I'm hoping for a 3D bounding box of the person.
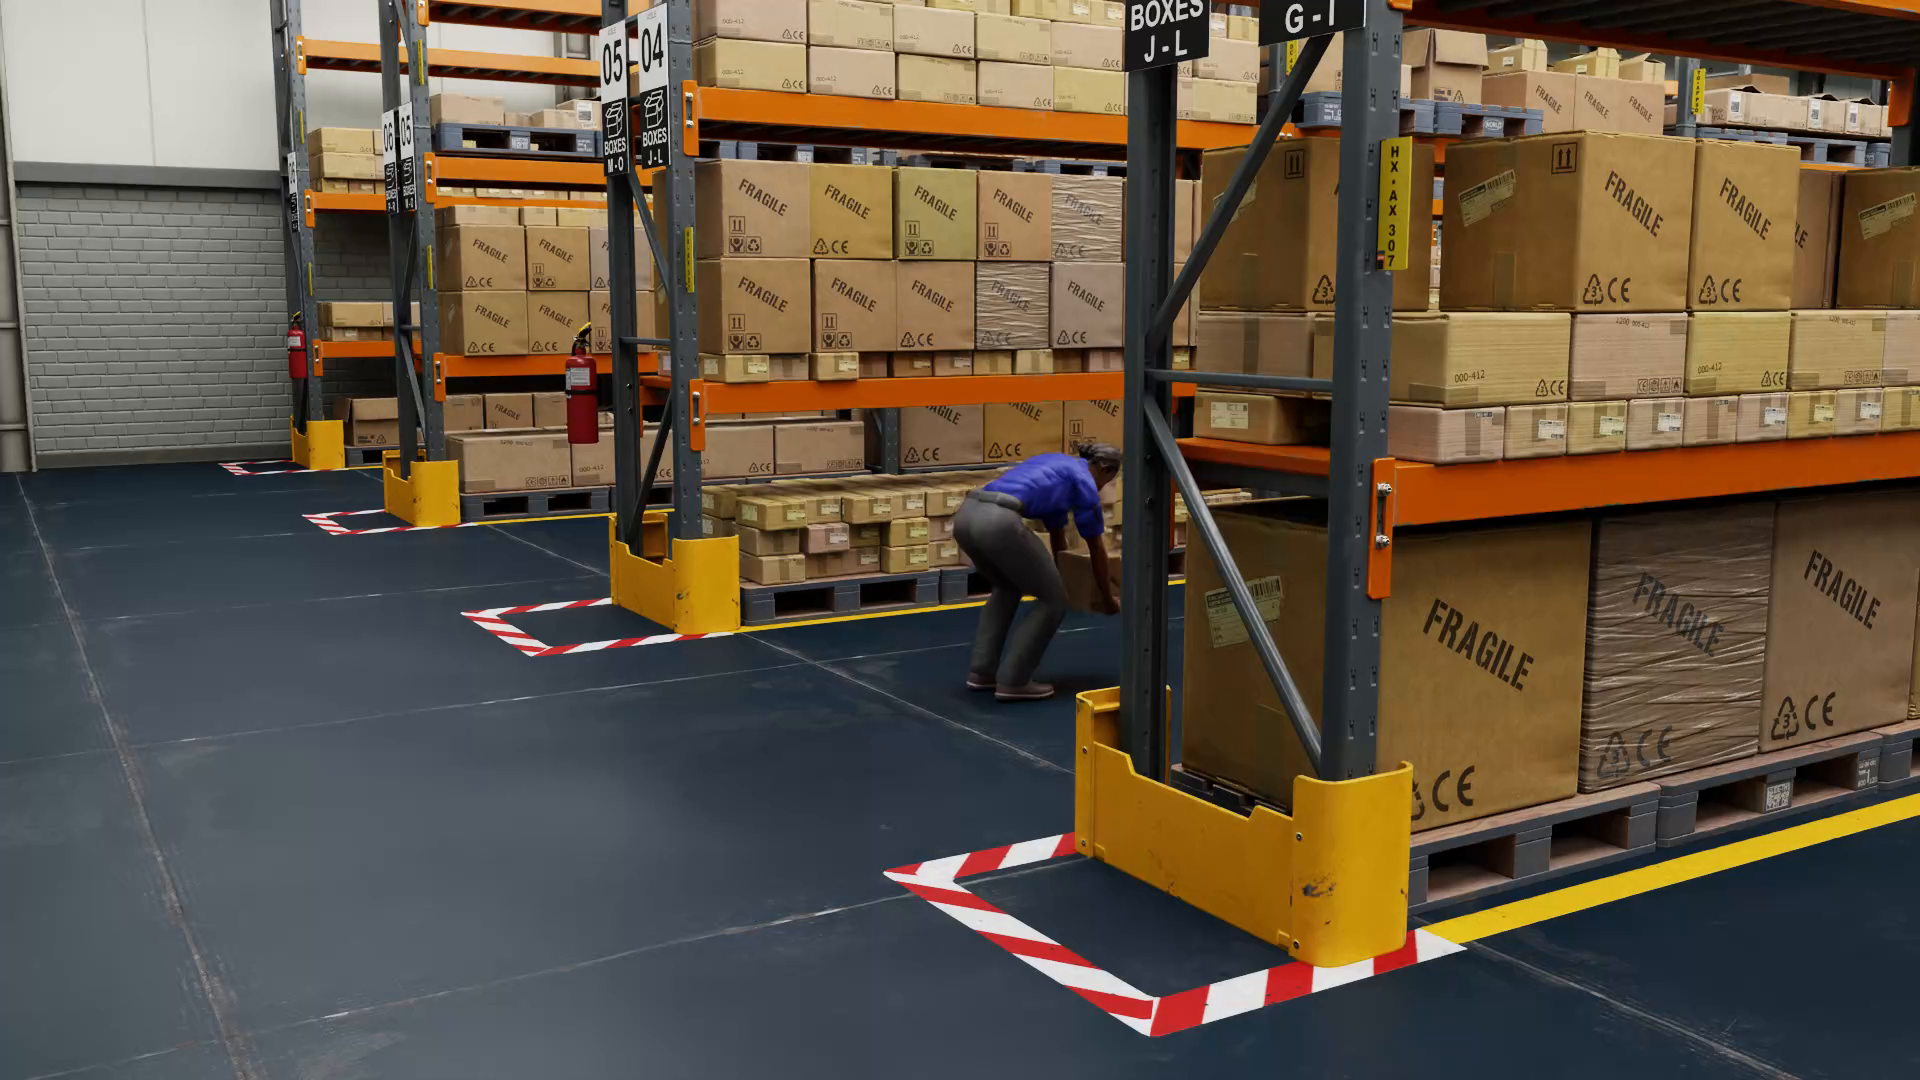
[{"bbox_3d":[0.369,0.125,7.433,0.851,1.105,0.450,-5,10,-33],"label":"person"}]
